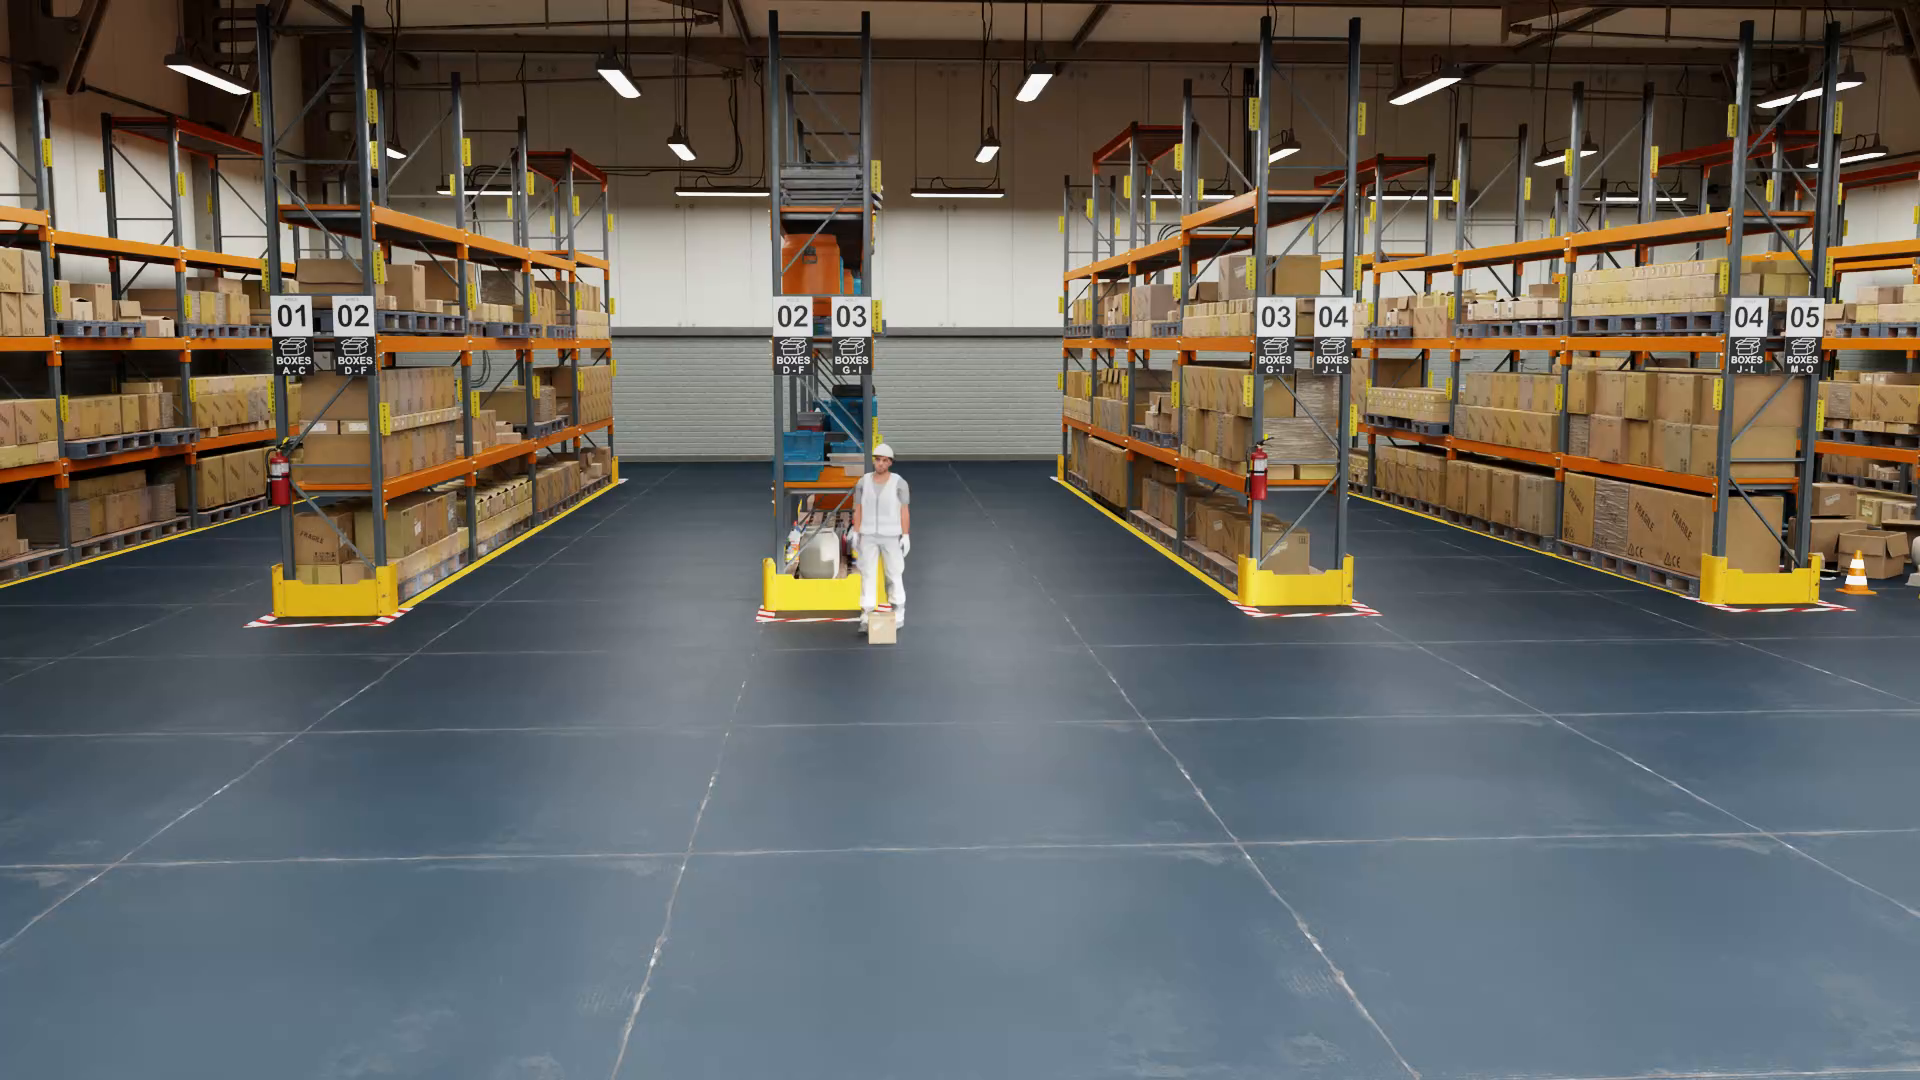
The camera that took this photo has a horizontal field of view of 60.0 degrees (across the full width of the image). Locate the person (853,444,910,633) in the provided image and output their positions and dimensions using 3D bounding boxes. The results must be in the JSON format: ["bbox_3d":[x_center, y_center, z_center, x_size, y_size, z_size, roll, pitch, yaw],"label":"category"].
[{"bbox_3d":[-0.759,-0.009,15.668,0.550,1.792,0.644,1,7,9],"label":"person"}]
